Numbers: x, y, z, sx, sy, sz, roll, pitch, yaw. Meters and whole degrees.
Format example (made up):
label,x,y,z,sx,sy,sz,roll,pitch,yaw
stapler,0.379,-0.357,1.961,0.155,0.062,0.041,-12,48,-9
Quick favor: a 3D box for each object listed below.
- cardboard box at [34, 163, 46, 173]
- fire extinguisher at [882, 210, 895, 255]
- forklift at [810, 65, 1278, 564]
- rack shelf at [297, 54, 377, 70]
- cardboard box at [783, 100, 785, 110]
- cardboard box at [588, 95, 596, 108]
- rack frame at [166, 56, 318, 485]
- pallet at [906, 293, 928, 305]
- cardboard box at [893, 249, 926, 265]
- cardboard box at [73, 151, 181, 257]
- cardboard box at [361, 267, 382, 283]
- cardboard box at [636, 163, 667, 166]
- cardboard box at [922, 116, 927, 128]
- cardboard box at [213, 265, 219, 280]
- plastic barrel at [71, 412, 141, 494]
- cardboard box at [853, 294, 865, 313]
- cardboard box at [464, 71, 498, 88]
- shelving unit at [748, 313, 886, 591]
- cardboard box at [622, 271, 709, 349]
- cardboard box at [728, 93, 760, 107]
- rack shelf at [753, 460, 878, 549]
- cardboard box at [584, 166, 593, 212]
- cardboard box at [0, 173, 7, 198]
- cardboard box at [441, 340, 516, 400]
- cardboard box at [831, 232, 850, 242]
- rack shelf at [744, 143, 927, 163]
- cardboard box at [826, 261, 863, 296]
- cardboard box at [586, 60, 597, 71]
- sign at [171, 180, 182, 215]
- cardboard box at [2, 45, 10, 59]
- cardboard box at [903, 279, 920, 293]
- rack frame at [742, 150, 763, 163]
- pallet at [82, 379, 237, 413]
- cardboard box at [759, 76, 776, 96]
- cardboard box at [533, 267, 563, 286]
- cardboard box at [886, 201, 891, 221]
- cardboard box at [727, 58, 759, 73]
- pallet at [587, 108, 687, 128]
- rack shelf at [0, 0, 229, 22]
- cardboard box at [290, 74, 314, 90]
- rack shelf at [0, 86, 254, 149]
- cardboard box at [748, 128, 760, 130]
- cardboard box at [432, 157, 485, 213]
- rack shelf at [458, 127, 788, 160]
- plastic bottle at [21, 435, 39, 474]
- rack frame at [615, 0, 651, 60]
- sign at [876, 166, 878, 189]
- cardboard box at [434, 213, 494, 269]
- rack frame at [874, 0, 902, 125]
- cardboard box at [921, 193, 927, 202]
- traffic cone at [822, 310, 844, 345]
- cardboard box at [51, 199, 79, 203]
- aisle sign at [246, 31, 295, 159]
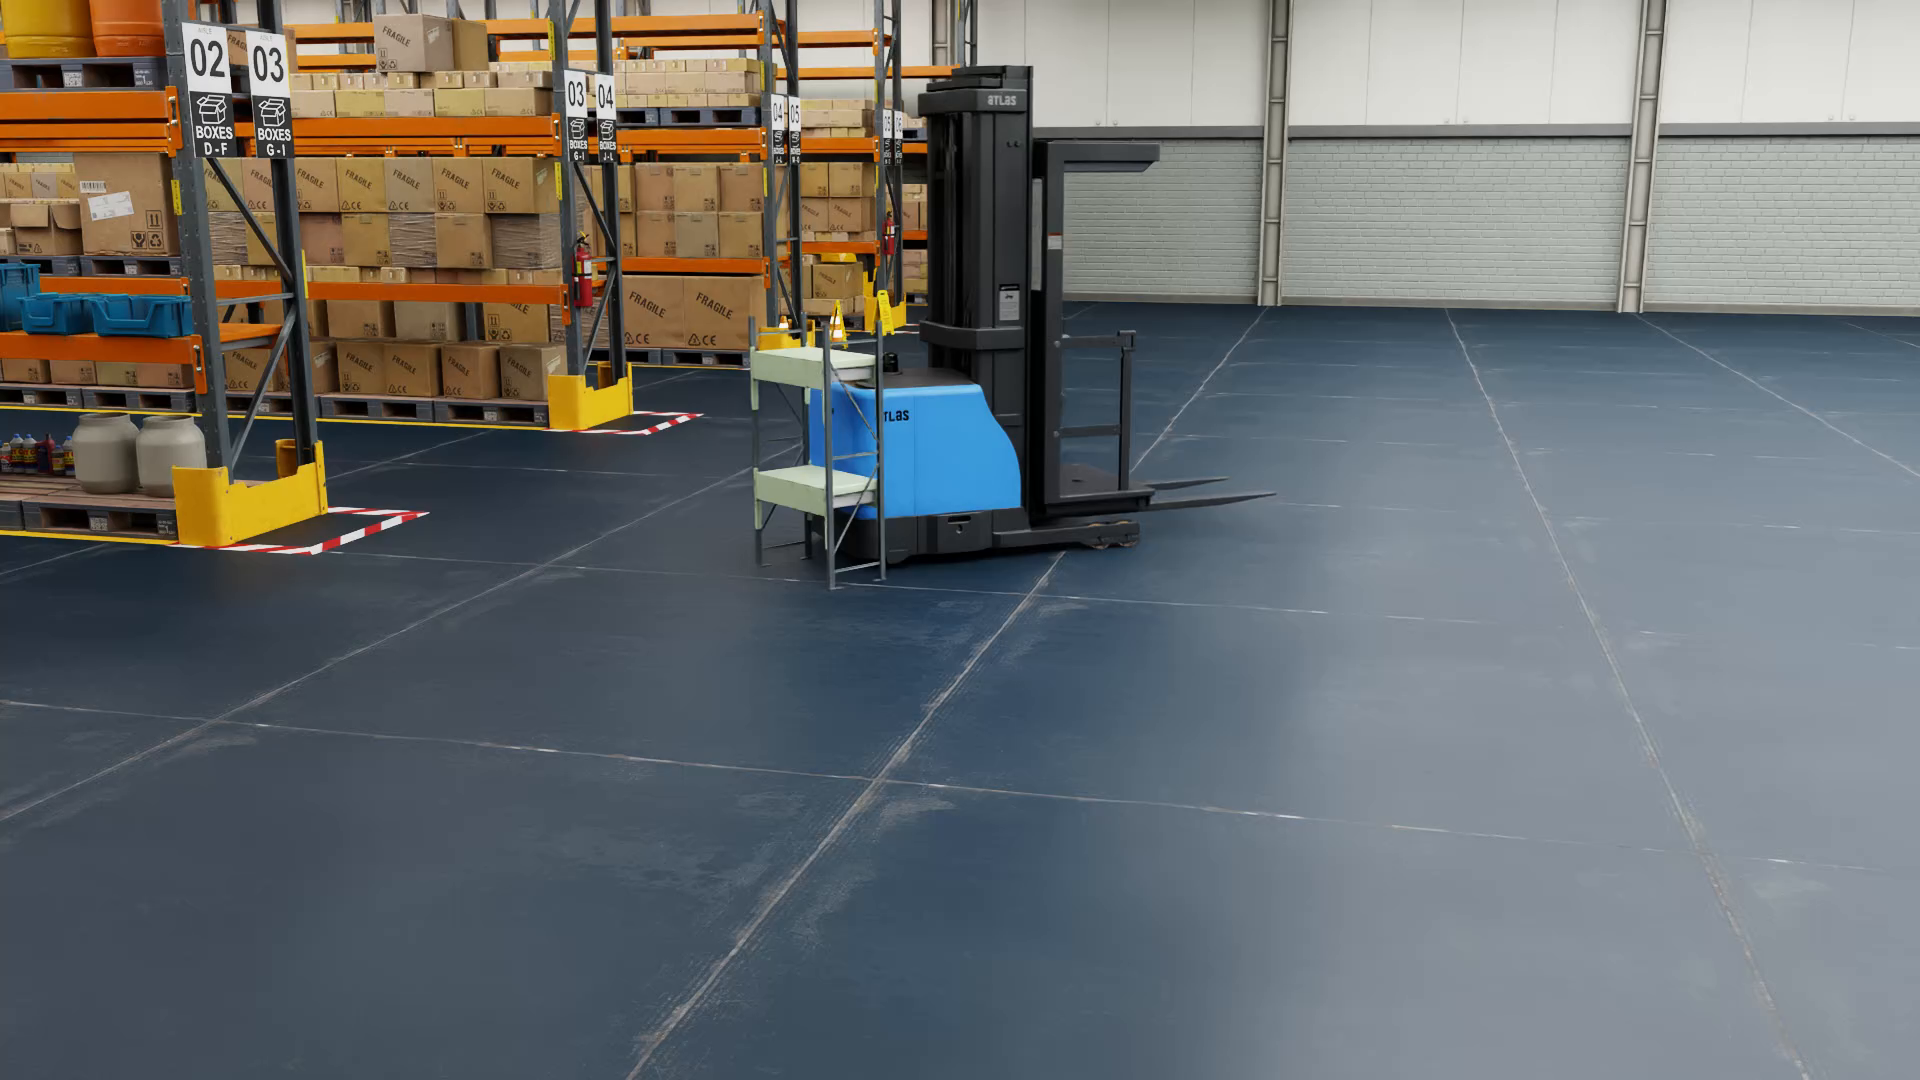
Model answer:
label,x,y,z,sx,sy,sz,roll,pitch,yaw
cardboard box,-15.285,-6.239,27.894,0.250,0.149,0.380,3,13,14
fire extinguisher,-1.052,-4.540,24.451,0.183,0.674,0.296,3,13,14
forklift,0.599,-1.469,10.590,3.031,2.935,1.130,-5,13,-22
rack shelf,-10.762,-7.582,26.716,4.000,0.370,1.077,3,13,14
cardboard box,-2.663,-6.455,24.718,0.250,0.149,0.380,3,13,12
cardboard box,-4.276,-5.268,20.009,0.250,0.149,0.380,3,13,14
rack frame,-4.614,-1.555,10.818,0.127,3.000,1.000,3,13,14
pallet,-0.620,-4.394,30.053,1.213,0.211,1.003,3,13,14
cardboard box,-0.886,-5.059,29.681,0.500,0.250,0.500,3,13,15
cardboard box,-8.049,-3.373,16.657,1.000,1.000,1.000,3,13,14
cardboard box,-5.461,-2.529,15.787,0.250,0.149,0.380,3,13,14
cardboard box,-4.561,-5.502,25.382,0.500,0.500,0.700,3,13,13
cardboard box,-0.356,-7.463,29.092,0.500,0.500,0.500,3,13,15
cardboard box,-7.174,-2.607,16.140,0.250,0.149,0.380,3,13,14
plastic barrel,-5.758,-0.590,11.241,0.421,0.512,0.421,0,13,0
cardboard box,-1.770,-3.643,25.609,0.500,0.250,0.500,3,13,13
cardboard box,-4.288,-4.161,15.062,0.250,0.149,0.380,2,13,11
shelving unit,-0.833,-0.534,9.676,0.431,1.500,0.755,-11,16,-39
cardboard box,-3.670,-2.869,20.675,0.875,0.875,0.875,3,13,13
cardboard box,-2.545,-5.176,19.593,0.250,0.149,0.380,3,13,13
rack shelf,-0.832,-0.216,9.748,0.431,0.370,0.720,-11,16,-39
cardboard box,-4.621,-4.355,20.599,0.550,0.550,0.875,3,13,14
cardboard box,-16.189,-5.963,28.147,0.500,0.500,0.500,3,13,12
cardboard box,-4.618,-1.641,16.007,0.500,0.500,0.500,7,14,28
cardboard box,-1.740,-4.522,24.772,0.250,0.149,0.380,3,13,13
rack shelf,-1.809,-6.942,29.832,4.000,0.370,1.077,3,13,14
cardboard box,-1.793,-4.011,25.533,0.500,0.500,0.500,3,13,12
cardboard box,-4.275,-5.658,19.923,0.250,0.149,0.380,3,13,13
sign,-7.441,-3.253,15.796,0.005,0.325,0.100,3,13,14
cardboard box,-9.694,-4.744,16.880,0.500,0.500,0.500,3,13,14
cardboard box,-0.880,-4.573,29.799,0.500,0.250,0.500,3,13,14
rack frame,-3.751,-5.932,30.547,0.127,3.000,1.000,3,13,14
pallet,-8.067,-1.483,16.931,1.213,0.211,1.003,3,13,14
cardboard box,-2.548,-5.504,20.149,0.500,0.250,0.500,3,13,13
cardboard box,-3.754,-2.446,15.411,0.250,0.149,0.380,3,13,14
cardboard box,-1.407,-5.799,29.716,0.500,0.500,0.500,3,13,12
cardboard box,-2.549,-5.566,19.507,0.250,0.149,0.380,3,13,14
pallet,-4.052,-5.155,20.322,1.213,0.211,1.003,3,13,14
rack shelf,-9.253,-5.290,16.388,4.000,0.370,1.077,3,13,14
cardboard box,-6.050,-4.255,15.486,0.250,0.149,0.380,3,13,12
rack shelf,-6.556,-2.772,11.039,4.000,0.370,1.077,3,13,14
cardboard box,-2.968,-6.053,24.743,0.250,0.149,0.380,3,13,13
cardboard box,-4.508,-3.280,15.367,0.500,0.500,0.500,3,13,14
rack shelf,-4.083,-4.852,20.411,4.000,0.370,1.077,3,13,14
plastic bottle,-6.633,-0.615,11.866,0.097,0.271,0.097,0,13,0
rack frame,-4.937,-7.817,25.192,0.127,3.000,1.000,3,13,14
sign,-1.206,-5.285,24.225,0.005,0.325,0.100,3,13,14
cardboard box,-4.469,-2.826,15.628,0.500,0.500,0.875,3,13,14
rack frame,-1.053,-7.610,24.256,0.127,3.000,1.000,3,13,14
cardboard box,-0.527,-6.056,29.377,0.250,0.149,0.380,3,13,14
traffic cone,-1.716,-2.942,22.927,0.334,0.463,0.336,3,13,14
cardboard box,-11.749,-4.419,21.964,0.250,0.149,0.380,4,13,16
aisle sign,-4.474,-2.882,10.798,0.004,0.787,0.394,3,13,14
